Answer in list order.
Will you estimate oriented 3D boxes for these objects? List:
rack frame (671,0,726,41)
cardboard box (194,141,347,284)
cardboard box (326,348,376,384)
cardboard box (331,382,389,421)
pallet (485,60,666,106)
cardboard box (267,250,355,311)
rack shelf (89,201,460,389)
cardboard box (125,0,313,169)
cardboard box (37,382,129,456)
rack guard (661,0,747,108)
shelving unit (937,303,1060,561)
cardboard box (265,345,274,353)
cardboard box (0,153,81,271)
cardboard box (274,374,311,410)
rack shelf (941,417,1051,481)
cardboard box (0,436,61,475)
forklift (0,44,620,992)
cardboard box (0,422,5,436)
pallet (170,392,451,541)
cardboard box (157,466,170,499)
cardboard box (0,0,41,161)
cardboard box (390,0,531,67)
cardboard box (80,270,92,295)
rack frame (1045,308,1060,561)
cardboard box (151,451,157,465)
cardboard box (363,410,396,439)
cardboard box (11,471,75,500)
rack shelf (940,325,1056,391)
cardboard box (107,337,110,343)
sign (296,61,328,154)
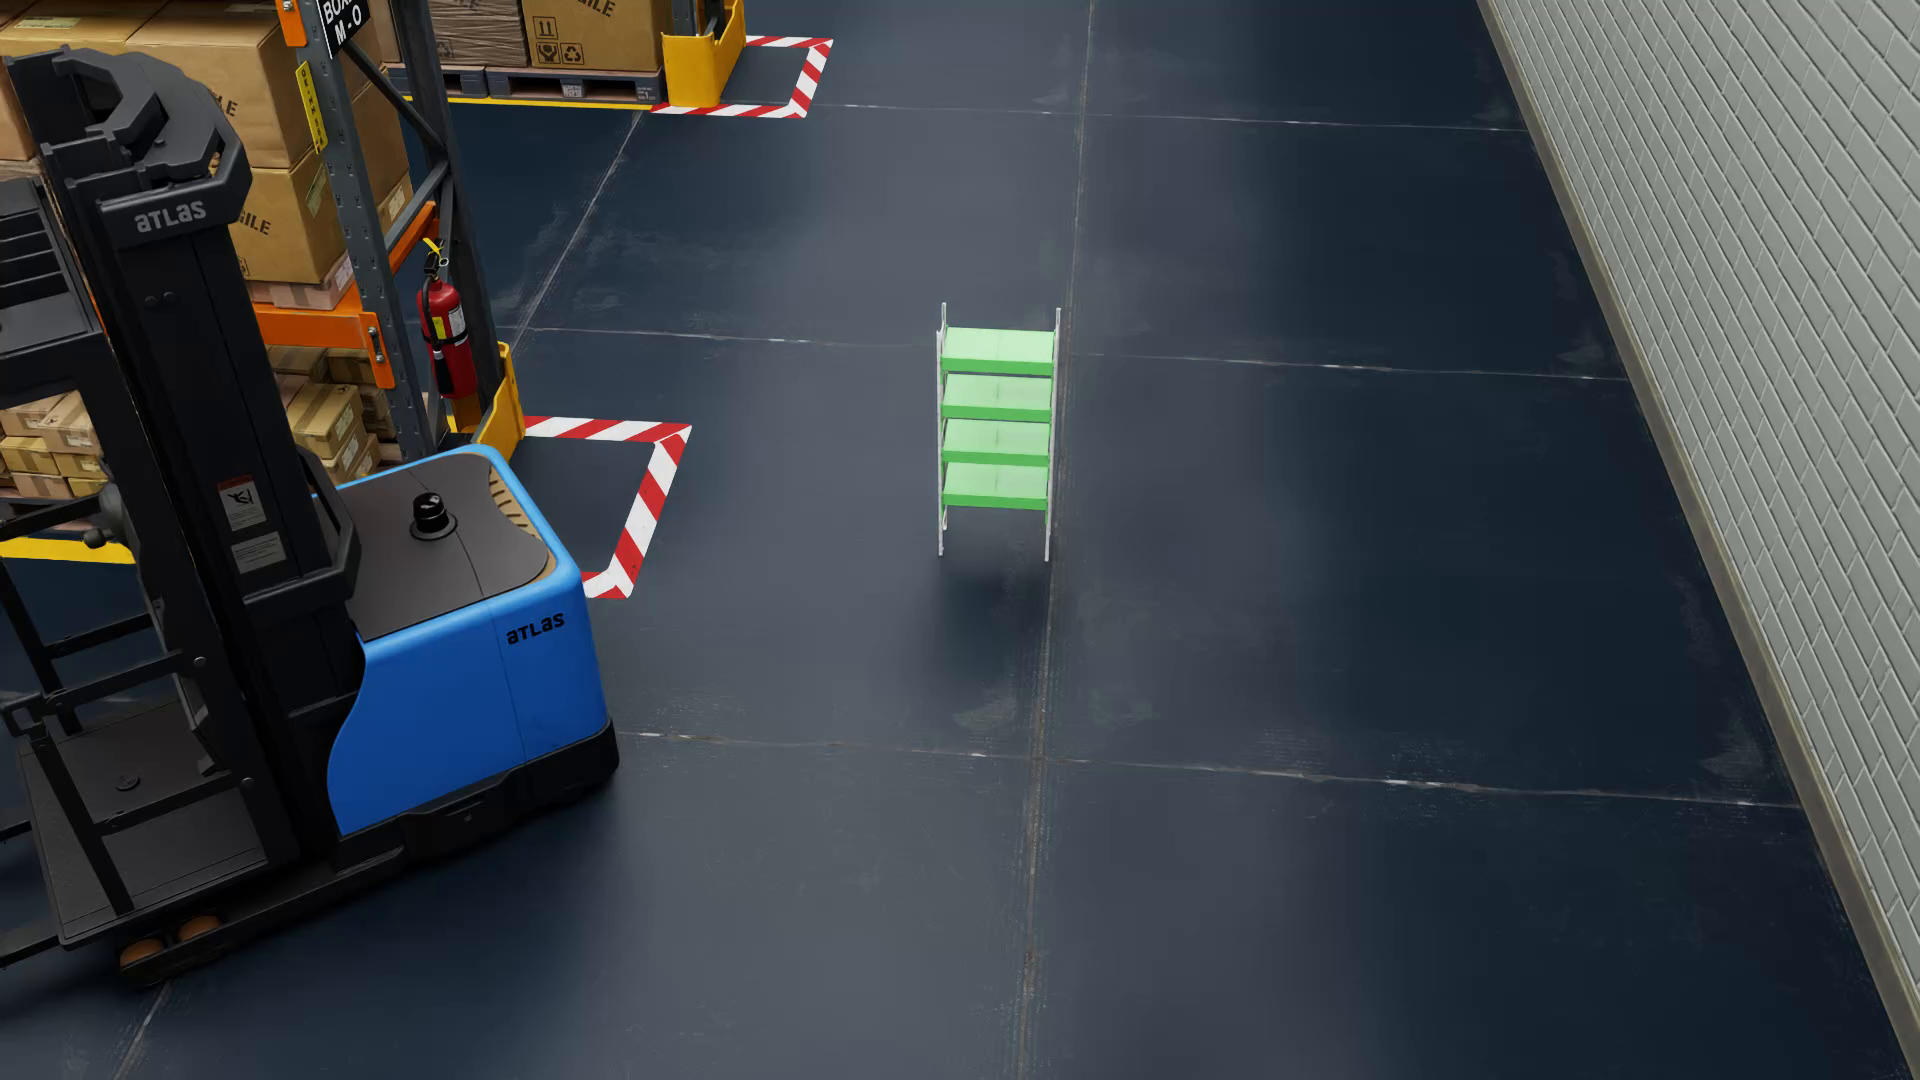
[{"bbox_3d":[-1.810,-4.495,10.896,0.127,3.000,1.000,3,39,4],"label":"rack frame"},{"bbox_3d":[-2.809,-1.398,6.777,0.500,0.500,0.500,4,39,5],"label":"cardboard box"},{"bbox_3d":[-2.831,-0.911,7.948,0.250,0.149,0.380,1,39,2],"label":"cardboard box"},{"bbox_3d":[-2.839,-0.744,7.978,0.250,0.149,0.380,5,39,6],"label":"cardboard box"},{"bbox_3d":[-2.614,-3.408,11.770,1.213,0.211,1.003,3,39,4],"label":"pallet"},{"bbox_3d":[-2.688,-1.124,6.953,0.250,0.149,0.380,3,39,4],"label":"cardboard box"},{"bbox_3d":[-4.331,-1.211,7.432,4.000,0.370,1.077,3,39,4],"label":"rack shelf"},{"bbox_3d":[-2.816,-1.792,6.468,0.500,0.500,0.500,2,39,3],"label":"cardboard box"},{"bbox_3d":[-3.927,-0.556,7.512,0.250,0.149,0.380,5,39,6],"label":"cardboard box"},{"bbox_3d":[-1.786,-3.524,11.684,0.348,0.500,1.175,3,39,4],"label":"rack guard"},{"bbox_3d":[0.165,-0.456,7.360,0.503,1.200,0.258,3,39,4],"label":"shelving unit"},{"bbox_3d":[-3.356,-0.945,7.989,0.250,0.149,0.380,3,39,4],"label":"cardboard box"},{"bbox_3d":[-3.827,-1.451,6.841,0.500,0.500,0.500,3,39,4],"label":"cardboard box"},{"bbox_3d":[-3.133,-0.588,7.551,0.250,0.149,0.380,4,39,5],"label":"cardboard box"},{"bbox_3d":[0.165,-0.407,7.400,0.480,0.148,0.258,3,39,4],"label":"rack shelf"},{"bbox_3d":[-4.178,-0.476,7.649,0.250,0.149,0.380,5,39,6],"label":"cardboard box"},{"bbox_3d":[-2.867,0.043,5.376,3.031,2.935,1.130,-21,44,-24],"label":"forklift"},{"bbox_3d":[-4.444,-0.637,7.611,0.250,0.149,0.380,3,39,4],"label":"cardboard box"},{"bbox_3d":[-3.221,-0.370,8.038,1.213,0.211,1.003,3,39,4],"label":"pallet"},{"bbox_3d":[-3.649,-0.360,7.742,0.250,0.149,0.380,4,39,4],"label":"cardboard box"},{"bbox_3d":[-3.840,-1.842,6.530,0.500,0.500,0.500,5,39,6],"label":"cardboard box"},{"bbox_3d":[-3.361,-3.868,11.476,0.875,0.875,0.875,3,39,4],"label":"cardboard box"},{"bbox_3d":[-3.700,-1.197,7.044,0.250,0.149,0.380,2,39,2],"label":"cardboard box"},{"bbox_3d":[0.408,-0.443,7.344,0.015,1.200,0.240,3,39,4],"label":"rack frame"},{"bbox_3d":[-3.666,-0.510,7.690,0.250,0.149,0.380,3,39,3],"label":"cardboard box"},{"bbox_3d":[-2.833,-0.668,8.121,0.250,0.149,0.380,4,39,5],"label":"cardboard box"},{"bbox_3d":[-4.179,-0.362,7.744,0.250,0.149,0.380,4,39,5],"label":"cardboard box"},{"bbox_3d":[0.165,-0.779,7.097,0.480,0.148,0.258,3,39,4],"label":"rack shelf"},{"bbox_3d":[-4.144,-0.971,8.021,0.250,0.149,0.380,4,39,5],"label":"cardboard box"},{"bbox_3d":[-2.407,-1.605,6.178,0.005,0.325,0.100,3,39,4],"label":"sign"}]
